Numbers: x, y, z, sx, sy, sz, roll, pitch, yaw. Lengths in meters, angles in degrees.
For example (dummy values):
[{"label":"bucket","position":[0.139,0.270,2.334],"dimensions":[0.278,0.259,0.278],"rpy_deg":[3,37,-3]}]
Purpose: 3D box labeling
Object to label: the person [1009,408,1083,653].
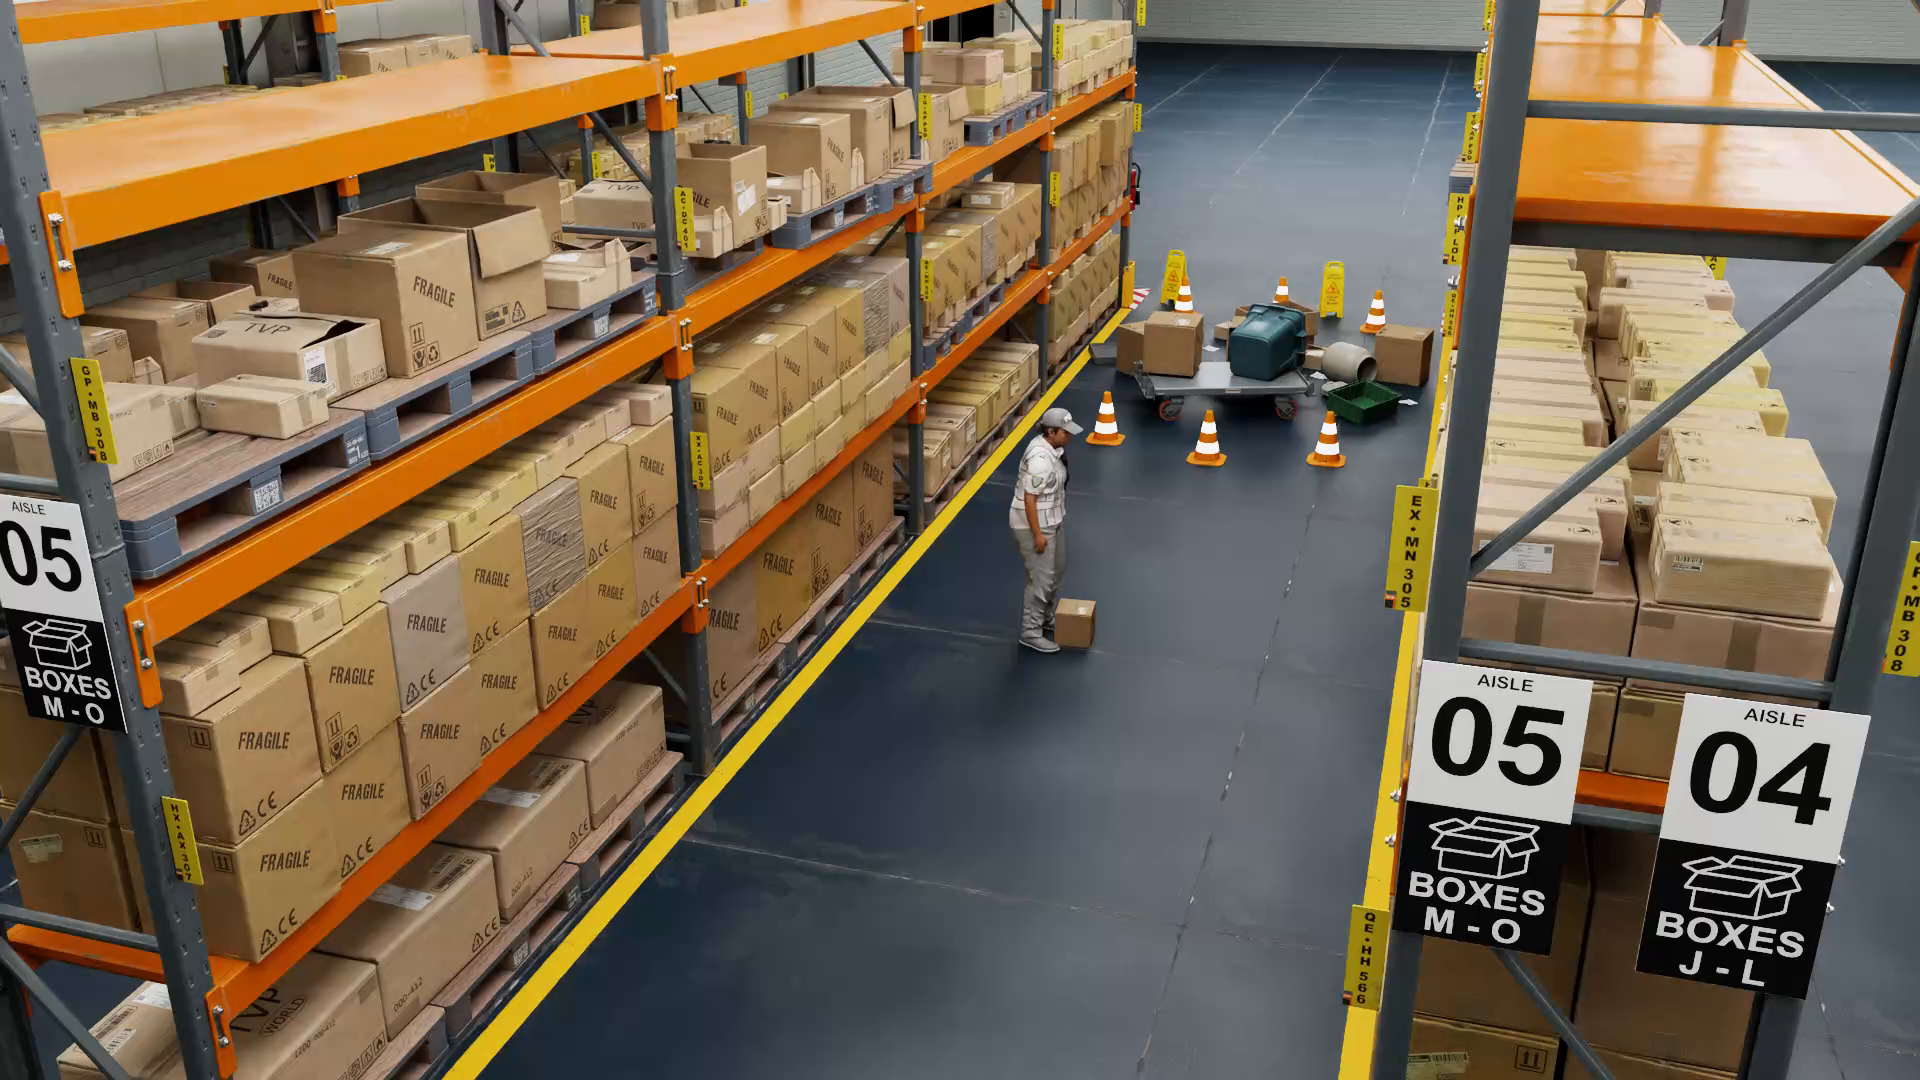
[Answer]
[{"label":"person","position":[0.582,-0.098,11.323],"dimensions":[0.468,1.665,0.537],"rpy_deg":[6,23,15]}]
